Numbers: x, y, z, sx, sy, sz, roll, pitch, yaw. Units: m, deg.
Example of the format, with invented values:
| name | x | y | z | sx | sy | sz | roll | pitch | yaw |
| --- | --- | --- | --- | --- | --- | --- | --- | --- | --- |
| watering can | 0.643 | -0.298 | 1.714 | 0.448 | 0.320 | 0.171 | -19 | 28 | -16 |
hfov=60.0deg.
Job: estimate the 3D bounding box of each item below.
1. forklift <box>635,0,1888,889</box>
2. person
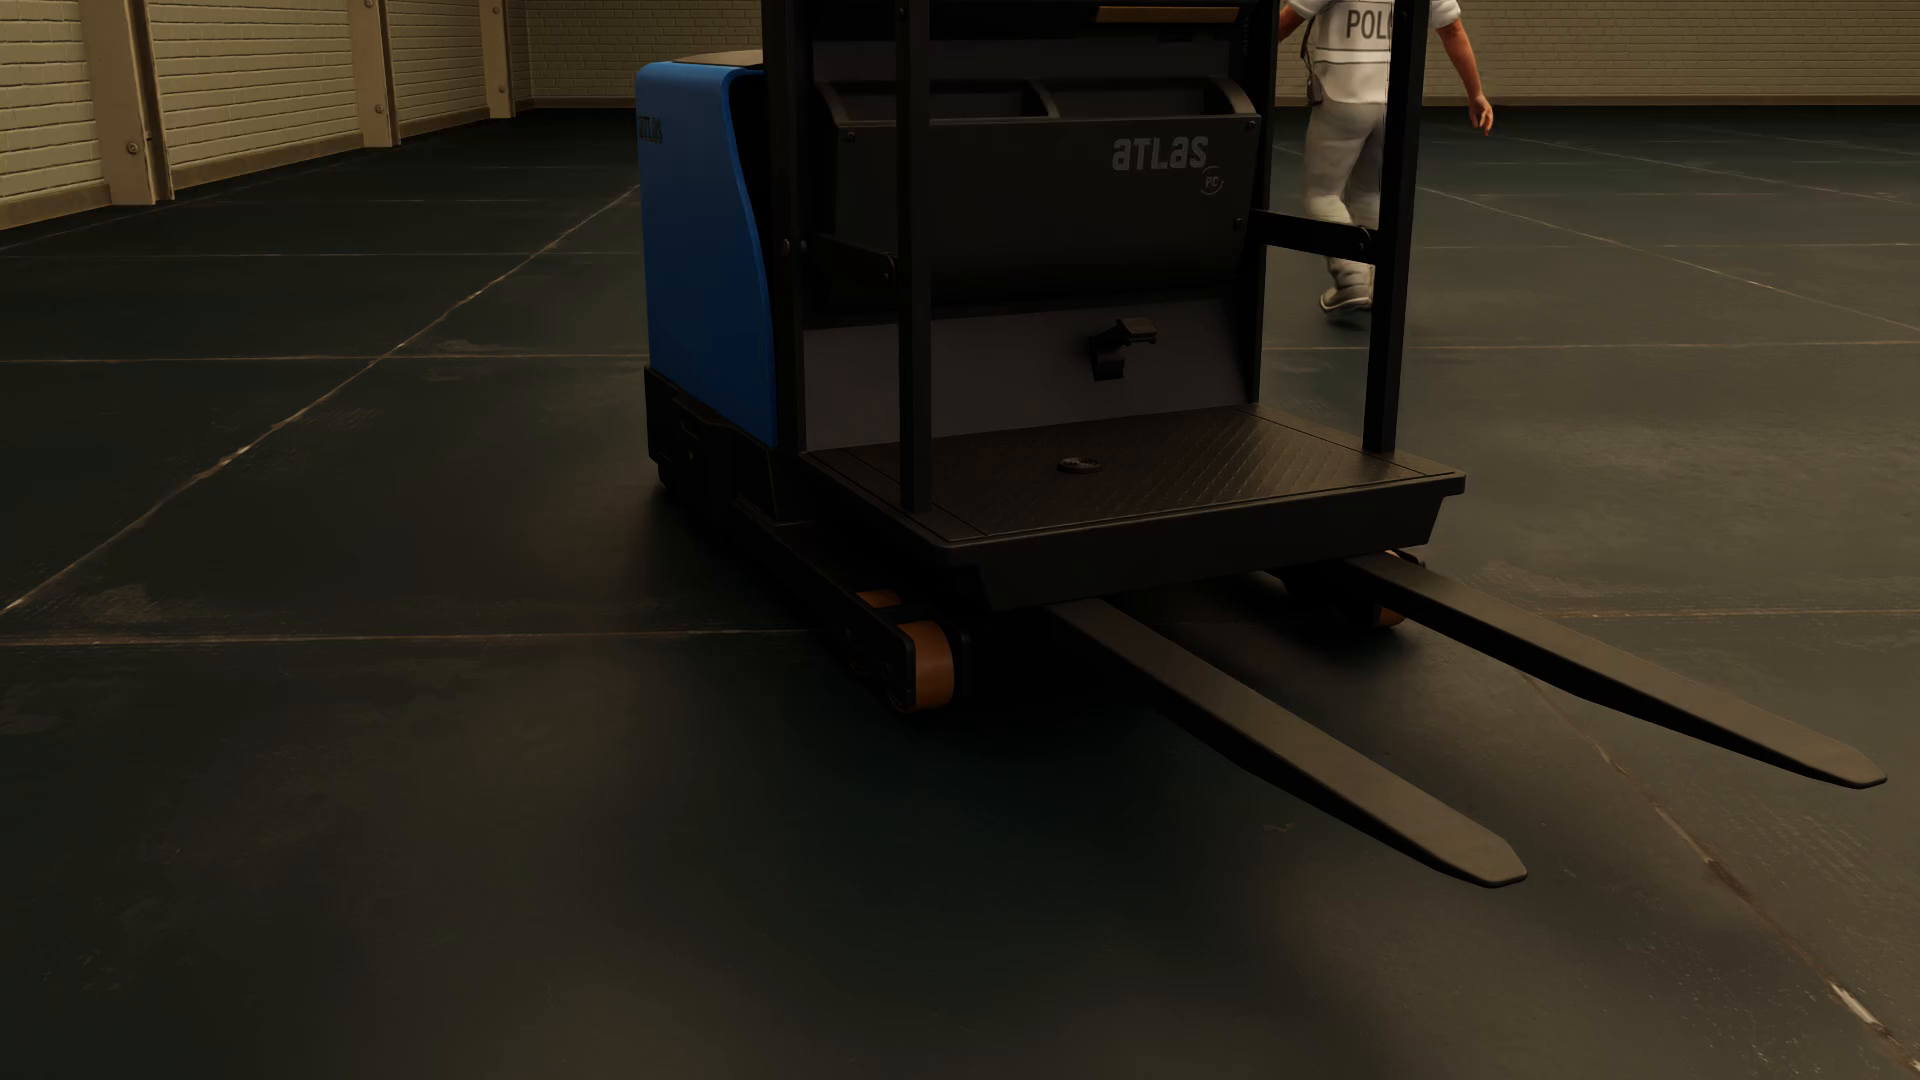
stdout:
| name | x | y | z | sx | sy | sz | roll | pitch | yaw |
| --- | --- | --- | --- | --- | --- | --- | --- | --- | --- |
| forklift | 0.258 | -1.240 | 2.962 | 1.130 | 2.935 | 3.031 | -8 | 19 | -24 |
| person | 1.654 | -1.784 | 6.822 | 0.943 | 1.728 | 0.740 | -4 | 17 | -13 |
